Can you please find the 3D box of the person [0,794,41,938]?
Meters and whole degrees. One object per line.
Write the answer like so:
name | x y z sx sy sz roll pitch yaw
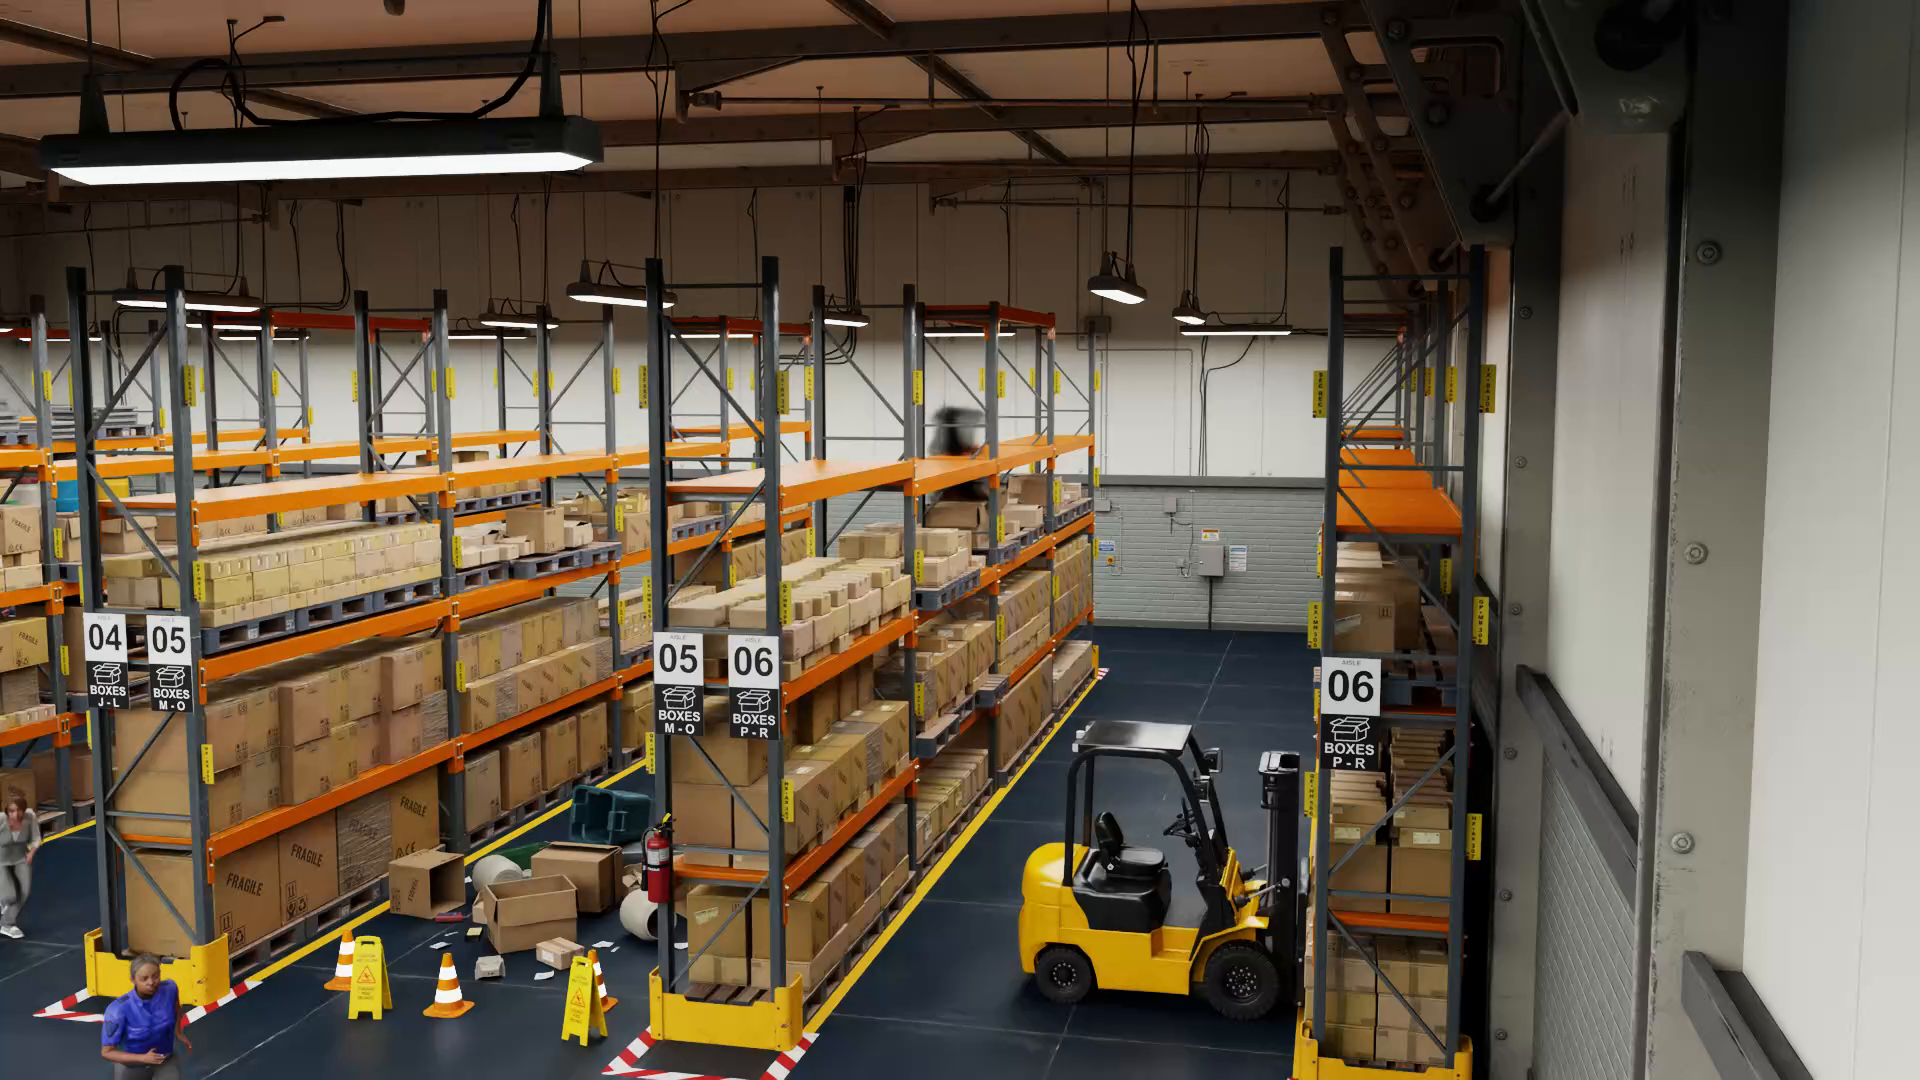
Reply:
person | -8.626 2.954 15.031 0.562 1.418 0.758 -5 8 -42

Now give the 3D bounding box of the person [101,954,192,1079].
person | -5.054 3.314 10.339 0.572 1.622 0.969 -5 7 -39
